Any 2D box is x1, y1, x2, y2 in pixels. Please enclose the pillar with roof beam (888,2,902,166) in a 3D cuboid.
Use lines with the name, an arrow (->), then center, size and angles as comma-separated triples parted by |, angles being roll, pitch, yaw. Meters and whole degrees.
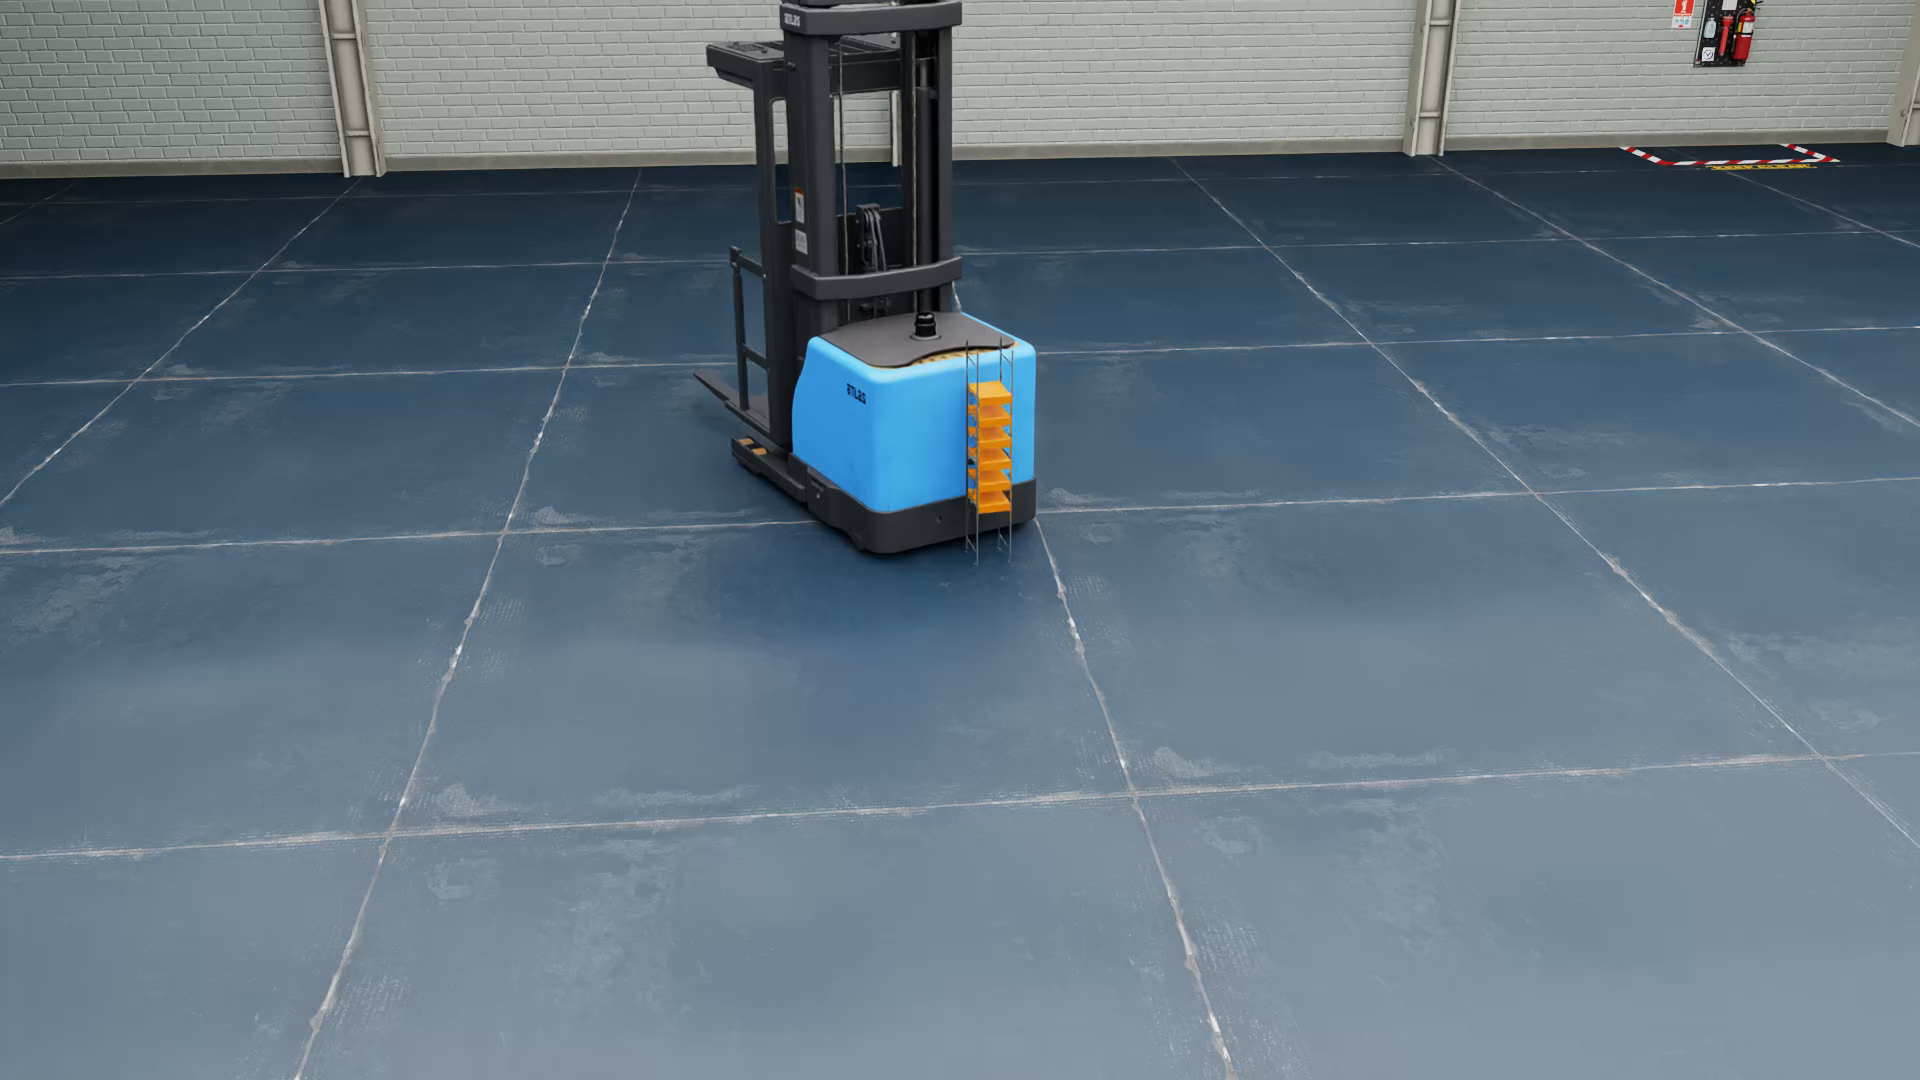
pillar with roof beam -> -0.153, -6.645, 13.121 | 0.400, 9.000, 9.100 | -2, 24, -5

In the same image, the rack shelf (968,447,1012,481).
rack shelf -> 0.152, -0.414, 8.814 | 0.180, 0.103, 0.258 | -6, 25, -14

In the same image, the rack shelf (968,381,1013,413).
rack shelf -> 0.152, -0.743, 8.667 | 0.180, 0.103, 0.258 | -6, 25, -14

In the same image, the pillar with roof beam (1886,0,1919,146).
pillar with roof beam -> 11.789, -7.124, 14.199 | 0.400, 9.000, 9.100 | -2, 24, -5

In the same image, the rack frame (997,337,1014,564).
rack frame -> 0.240, -0.464, 8.817 | 0.006, 1.200, 0.240 | -6, 25, -14

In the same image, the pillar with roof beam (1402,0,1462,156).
pillar with roof beam -> 5.818, -6.885, 13.660 | 0.400, 9.000, 9.100 | -2, 24, -5

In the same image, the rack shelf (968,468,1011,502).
rack shelf -> 0.152, -0.304, 8.862 | 0.180, 0.103, 0.258 | -6, 25, -14

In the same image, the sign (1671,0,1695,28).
sign -> 8.342, -6.076, 19.182 | 0.234, 0.329, 0.001 | -2, 24, -5

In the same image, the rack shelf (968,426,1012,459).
rack shelf -> 0.152, -0.524, 8.765 | 0.180, 0.103, 0.258 | -6, 25, -14

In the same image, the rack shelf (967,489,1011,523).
rack shelf -> 0.152, -0.195, 8.911 | 0.180, 0.103, 0.258 | -6, 25, -14

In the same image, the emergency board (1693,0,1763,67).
emergency board -> 8.903, -6.040, 19.145 | 0.643, 1.169, 0.194 | -2, 24, -5

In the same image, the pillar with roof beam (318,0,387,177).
pillar with roof beam -> -6.124, -6.406, 12.583 | 0.400, 9.000, 9.100 | -2, 24, -5

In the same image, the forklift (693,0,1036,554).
forklift -> -0.756, -1.821, 9.738 | 1.130, 2.935, 3.031 | -13, 27, -28

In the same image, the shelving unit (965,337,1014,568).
shelving unit -> 0.152, -0.455, 8.796 | 0.189, 1.200, 0.258 | -6, 25, -14

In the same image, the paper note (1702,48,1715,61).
paper note -> 8.720, -5.658, 19.371 | 0.142, 0.148, 0.016 | -2, 24, -5

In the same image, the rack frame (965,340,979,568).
rack frame -> 0.063, -0.445, 8.774 | 0.006, 1.200, 0.240 | -6, 25, -14

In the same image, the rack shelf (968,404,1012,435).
rack shelf -> 0.152, -0.633, 8.716 | 0.180, 0.103, 0.258 | -6, 25, -14
